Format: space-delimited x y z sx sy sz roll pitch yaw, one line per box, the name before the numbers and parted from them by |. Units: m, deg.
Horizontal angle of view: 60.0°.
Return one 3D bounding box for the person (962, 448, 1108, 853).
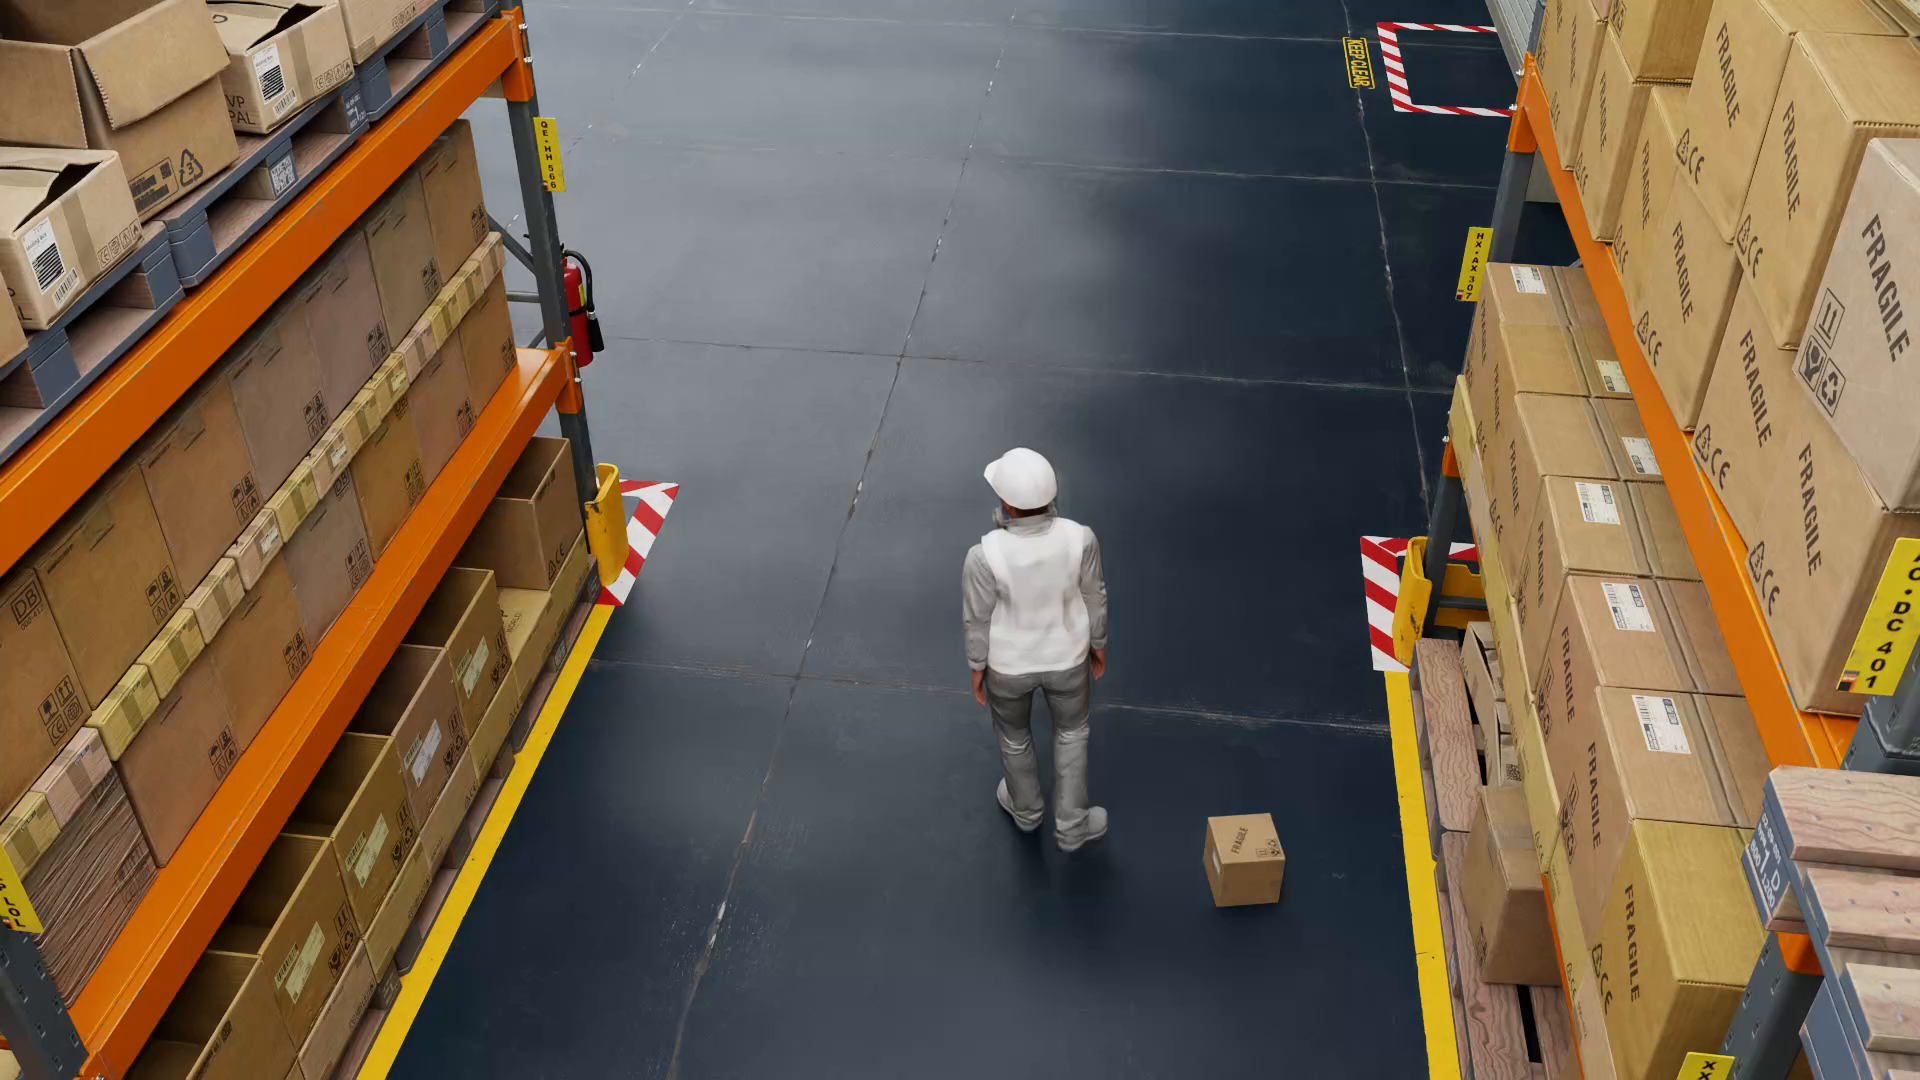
person | 0.302 0.465 6.375 0.584 1.763 0.571 -5 36 -7
